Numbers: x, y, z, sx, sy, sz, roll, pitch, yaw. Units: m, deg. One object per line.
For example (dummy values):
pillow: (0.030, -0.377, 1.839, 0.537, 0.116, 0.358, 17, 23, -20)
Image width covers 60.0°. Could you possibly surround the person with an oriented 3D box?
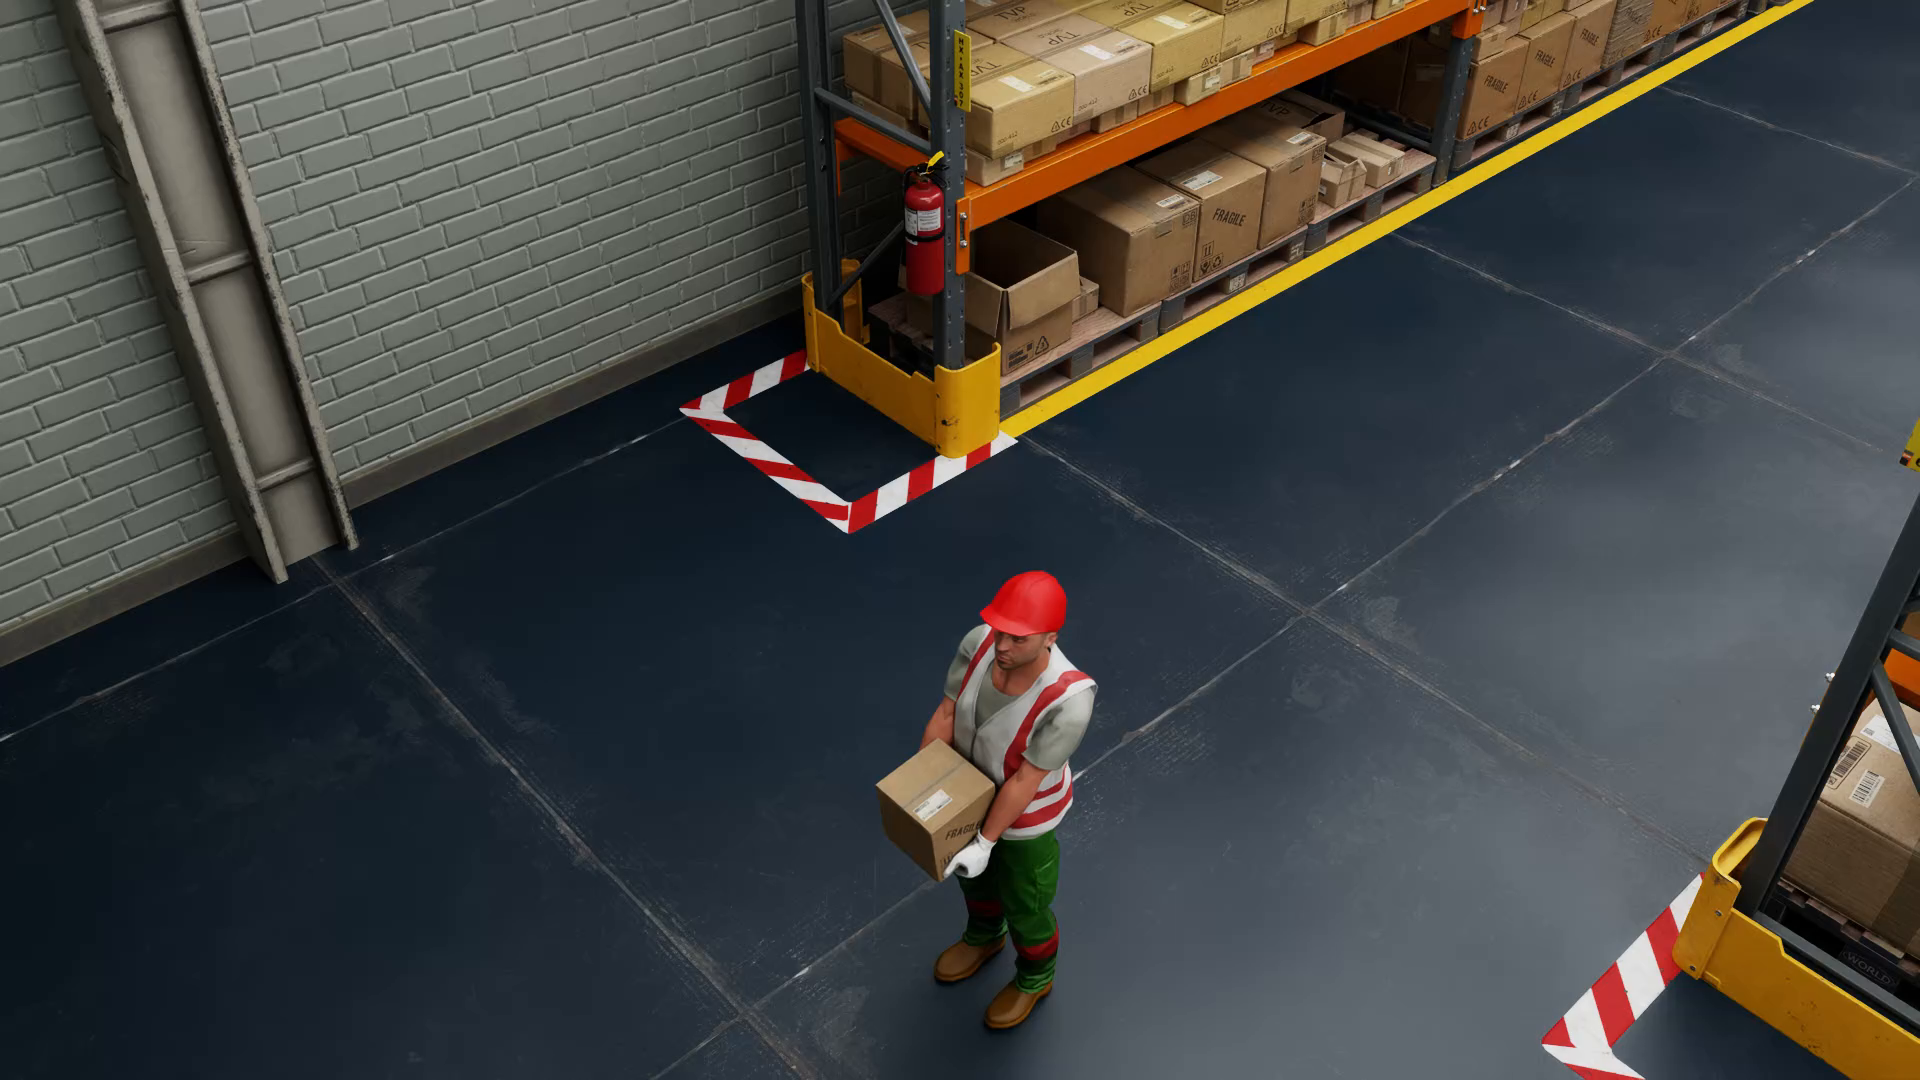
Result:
person: (0.079, 0.855, 5.100, 0.555, 1.784, 0.494, -29, 48, -31)
